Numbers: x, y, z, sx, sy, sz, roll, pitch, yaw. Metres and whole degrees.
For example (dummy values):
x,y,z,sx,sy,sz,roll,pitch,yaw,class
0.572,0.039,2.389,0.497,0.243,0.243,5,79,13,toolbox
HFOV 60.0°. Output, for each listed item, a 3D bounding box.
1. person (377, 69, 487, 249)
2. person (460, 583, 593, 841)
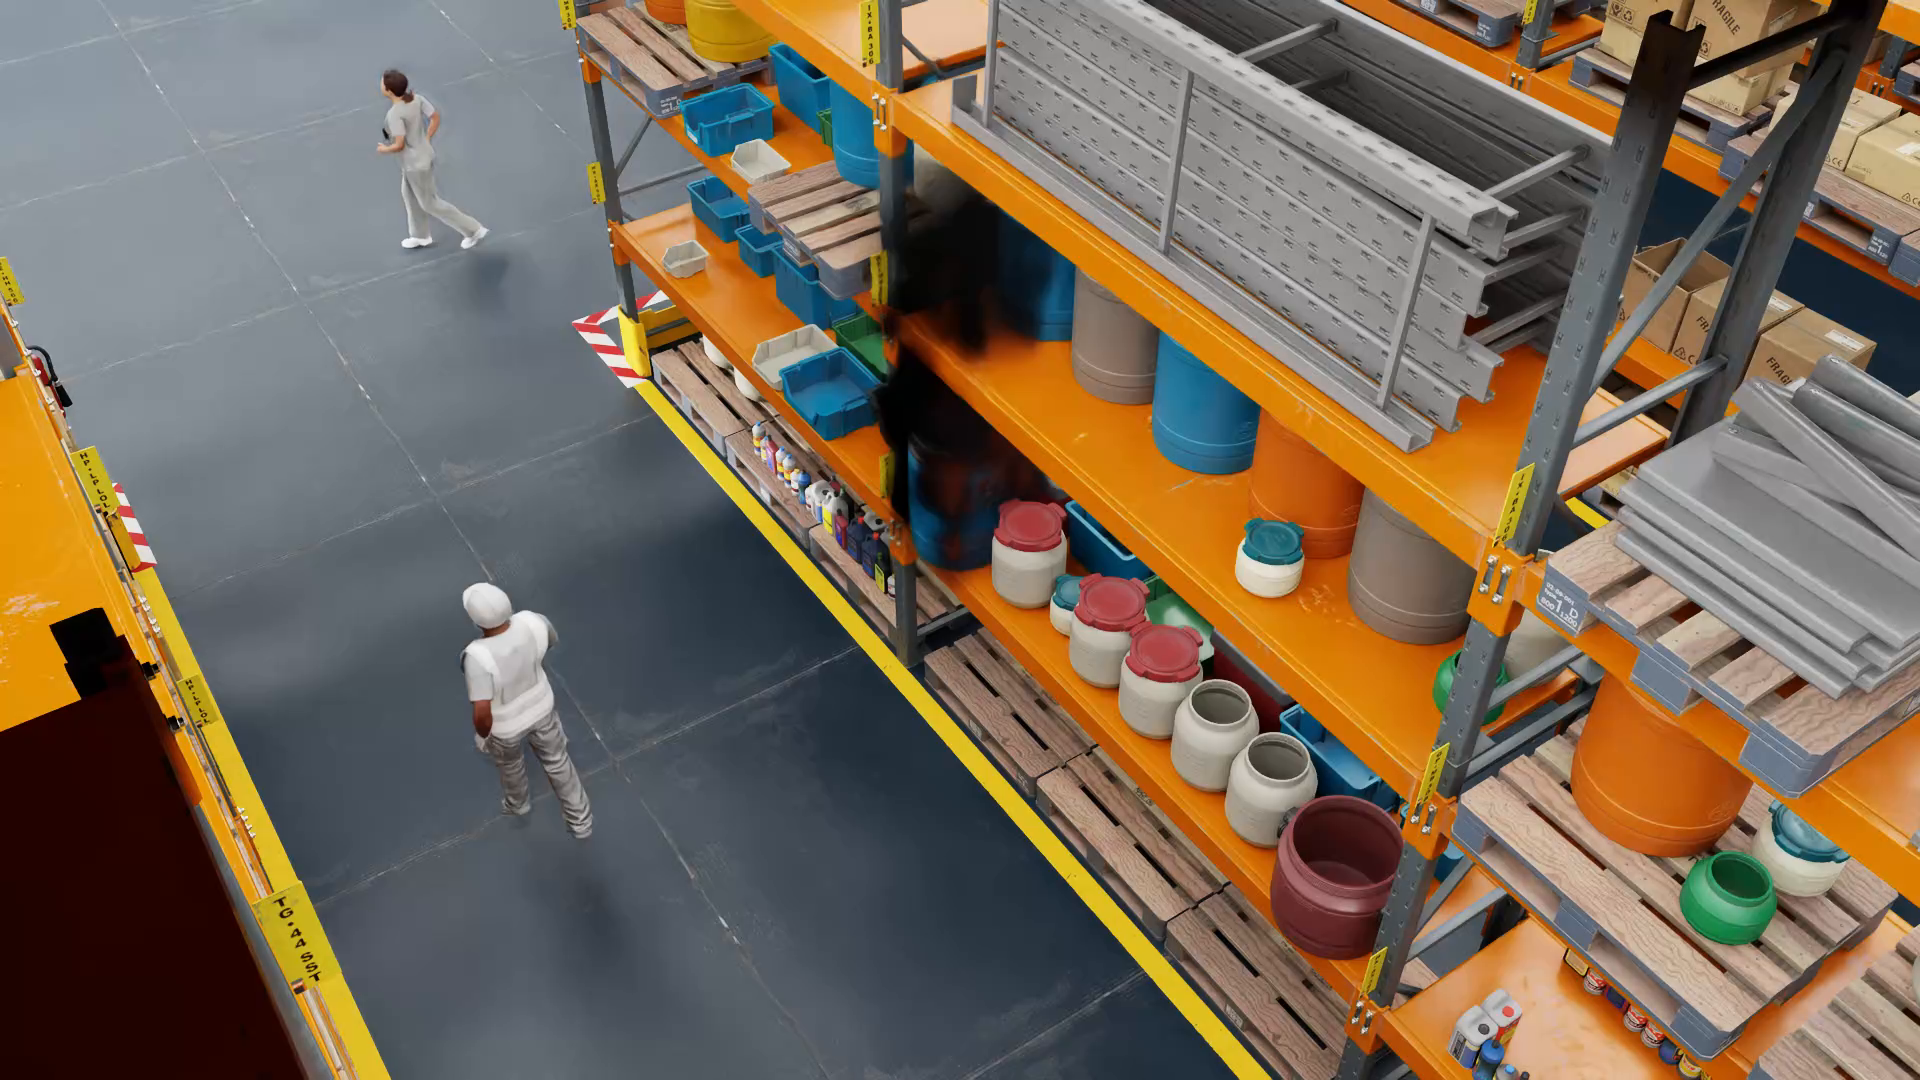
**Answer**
x,y,z,sx,sy,sz,roll,pitch,yaw,class
-4.477,-3.121,13.913,0.853,1.692,0.566,5,43,6,person
-2.383,0.944,8.999,0.673,1.891,0.782,-32,51,-30,person
